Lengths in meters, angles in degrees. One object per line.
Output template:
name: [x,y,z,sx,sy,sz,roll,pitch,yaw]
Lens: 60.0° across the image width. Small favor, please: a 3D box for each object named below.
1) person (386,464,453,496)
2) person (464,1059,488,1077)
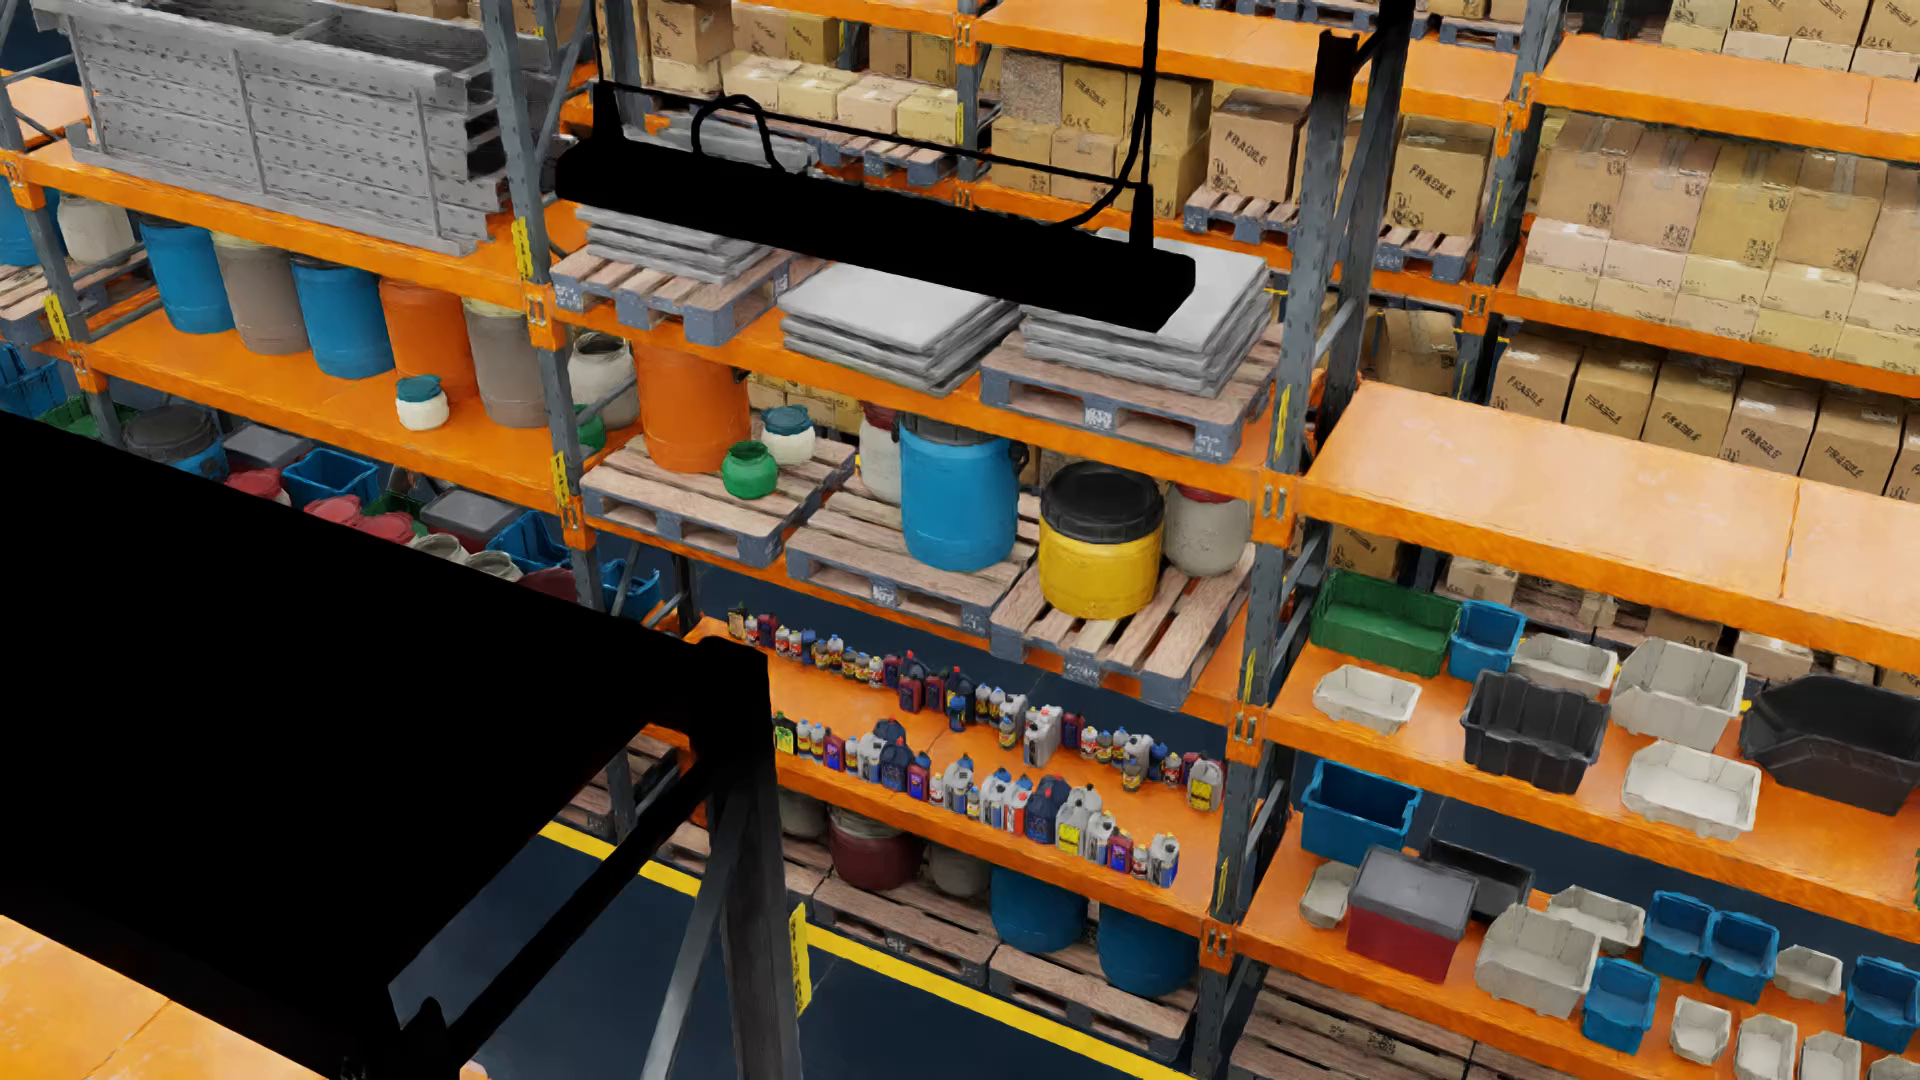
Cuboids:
person: [-4.403,-0.676,13.426,1.110,1.588,0.446,18,39,23]
person: [-2.213,3.059,7.934,0.640,1.773,0.686,-27,43,-33]
